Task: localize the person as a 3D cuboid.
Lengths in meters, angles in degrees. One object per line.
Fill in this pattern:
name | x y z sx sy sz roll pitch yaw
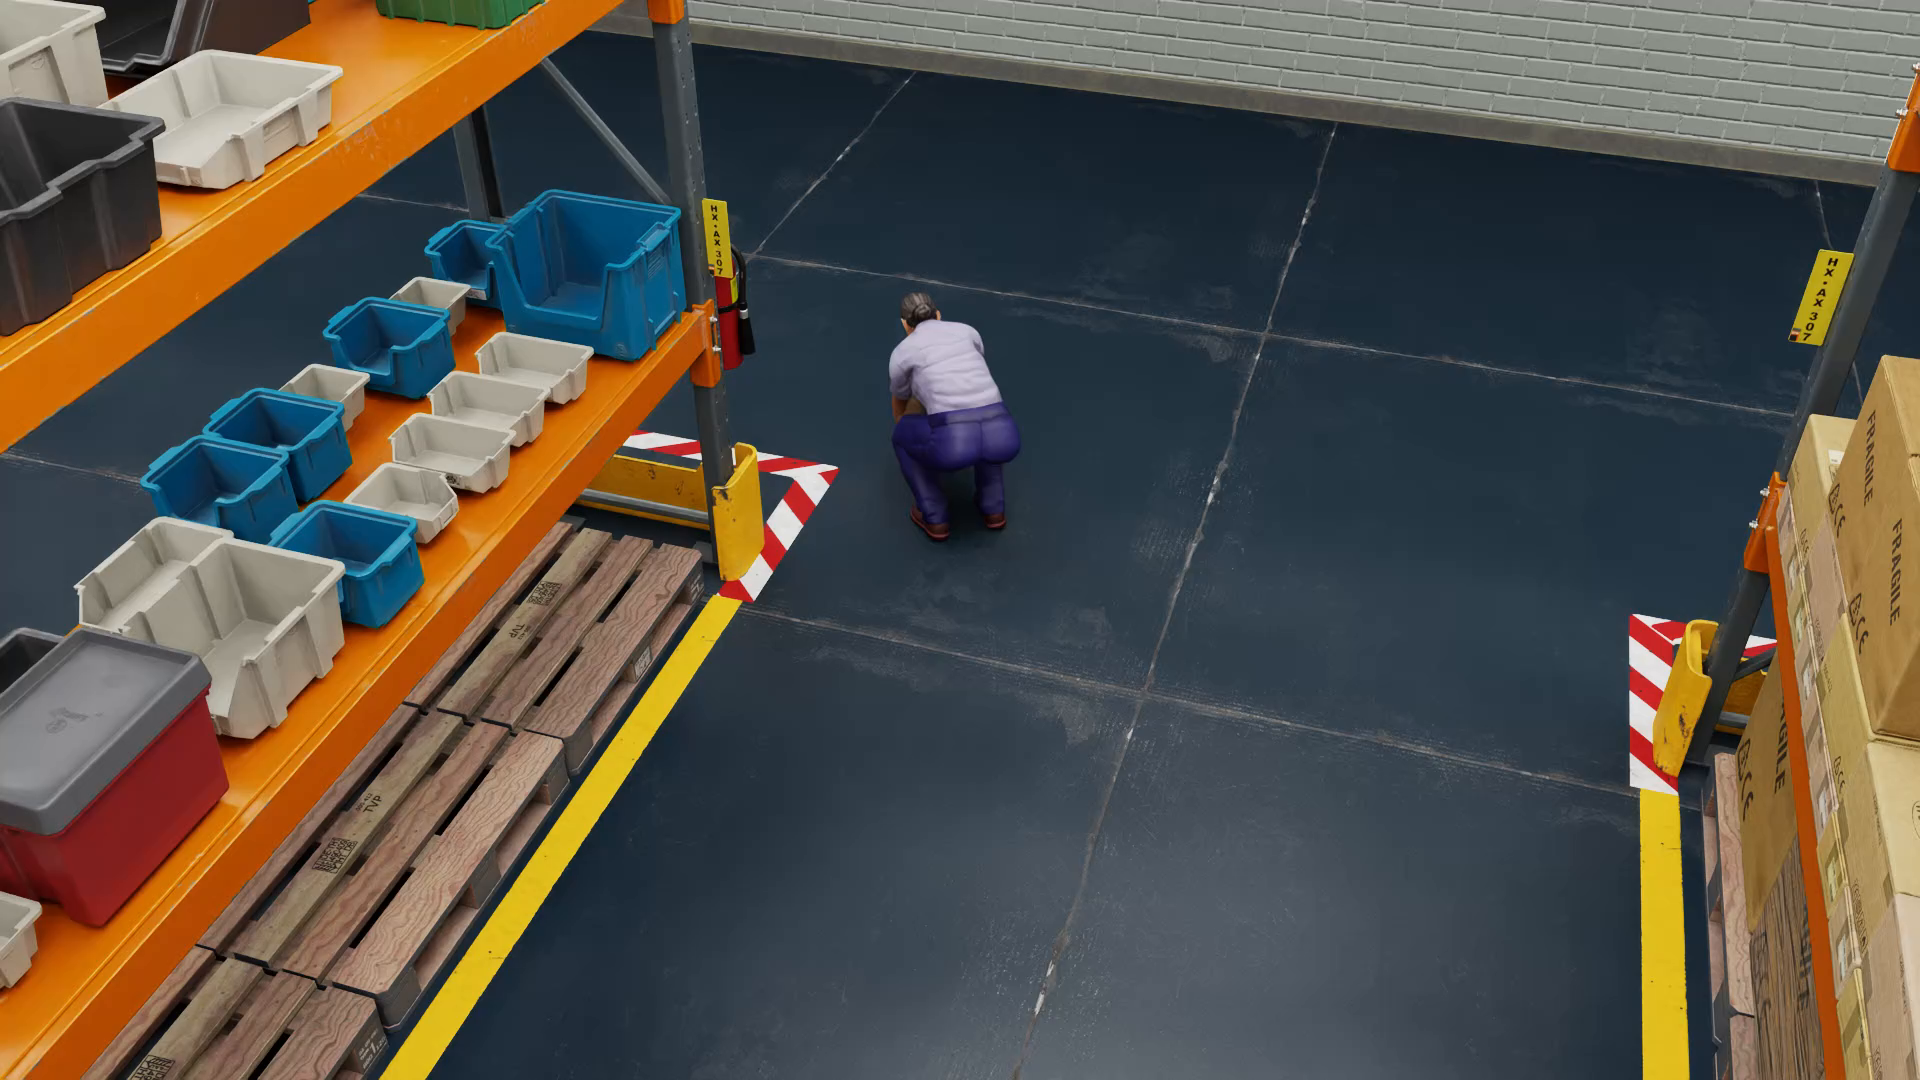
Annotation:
person | -0.044 -0.539 7.461 0.514 0.944 0.847 -12 39 -15
